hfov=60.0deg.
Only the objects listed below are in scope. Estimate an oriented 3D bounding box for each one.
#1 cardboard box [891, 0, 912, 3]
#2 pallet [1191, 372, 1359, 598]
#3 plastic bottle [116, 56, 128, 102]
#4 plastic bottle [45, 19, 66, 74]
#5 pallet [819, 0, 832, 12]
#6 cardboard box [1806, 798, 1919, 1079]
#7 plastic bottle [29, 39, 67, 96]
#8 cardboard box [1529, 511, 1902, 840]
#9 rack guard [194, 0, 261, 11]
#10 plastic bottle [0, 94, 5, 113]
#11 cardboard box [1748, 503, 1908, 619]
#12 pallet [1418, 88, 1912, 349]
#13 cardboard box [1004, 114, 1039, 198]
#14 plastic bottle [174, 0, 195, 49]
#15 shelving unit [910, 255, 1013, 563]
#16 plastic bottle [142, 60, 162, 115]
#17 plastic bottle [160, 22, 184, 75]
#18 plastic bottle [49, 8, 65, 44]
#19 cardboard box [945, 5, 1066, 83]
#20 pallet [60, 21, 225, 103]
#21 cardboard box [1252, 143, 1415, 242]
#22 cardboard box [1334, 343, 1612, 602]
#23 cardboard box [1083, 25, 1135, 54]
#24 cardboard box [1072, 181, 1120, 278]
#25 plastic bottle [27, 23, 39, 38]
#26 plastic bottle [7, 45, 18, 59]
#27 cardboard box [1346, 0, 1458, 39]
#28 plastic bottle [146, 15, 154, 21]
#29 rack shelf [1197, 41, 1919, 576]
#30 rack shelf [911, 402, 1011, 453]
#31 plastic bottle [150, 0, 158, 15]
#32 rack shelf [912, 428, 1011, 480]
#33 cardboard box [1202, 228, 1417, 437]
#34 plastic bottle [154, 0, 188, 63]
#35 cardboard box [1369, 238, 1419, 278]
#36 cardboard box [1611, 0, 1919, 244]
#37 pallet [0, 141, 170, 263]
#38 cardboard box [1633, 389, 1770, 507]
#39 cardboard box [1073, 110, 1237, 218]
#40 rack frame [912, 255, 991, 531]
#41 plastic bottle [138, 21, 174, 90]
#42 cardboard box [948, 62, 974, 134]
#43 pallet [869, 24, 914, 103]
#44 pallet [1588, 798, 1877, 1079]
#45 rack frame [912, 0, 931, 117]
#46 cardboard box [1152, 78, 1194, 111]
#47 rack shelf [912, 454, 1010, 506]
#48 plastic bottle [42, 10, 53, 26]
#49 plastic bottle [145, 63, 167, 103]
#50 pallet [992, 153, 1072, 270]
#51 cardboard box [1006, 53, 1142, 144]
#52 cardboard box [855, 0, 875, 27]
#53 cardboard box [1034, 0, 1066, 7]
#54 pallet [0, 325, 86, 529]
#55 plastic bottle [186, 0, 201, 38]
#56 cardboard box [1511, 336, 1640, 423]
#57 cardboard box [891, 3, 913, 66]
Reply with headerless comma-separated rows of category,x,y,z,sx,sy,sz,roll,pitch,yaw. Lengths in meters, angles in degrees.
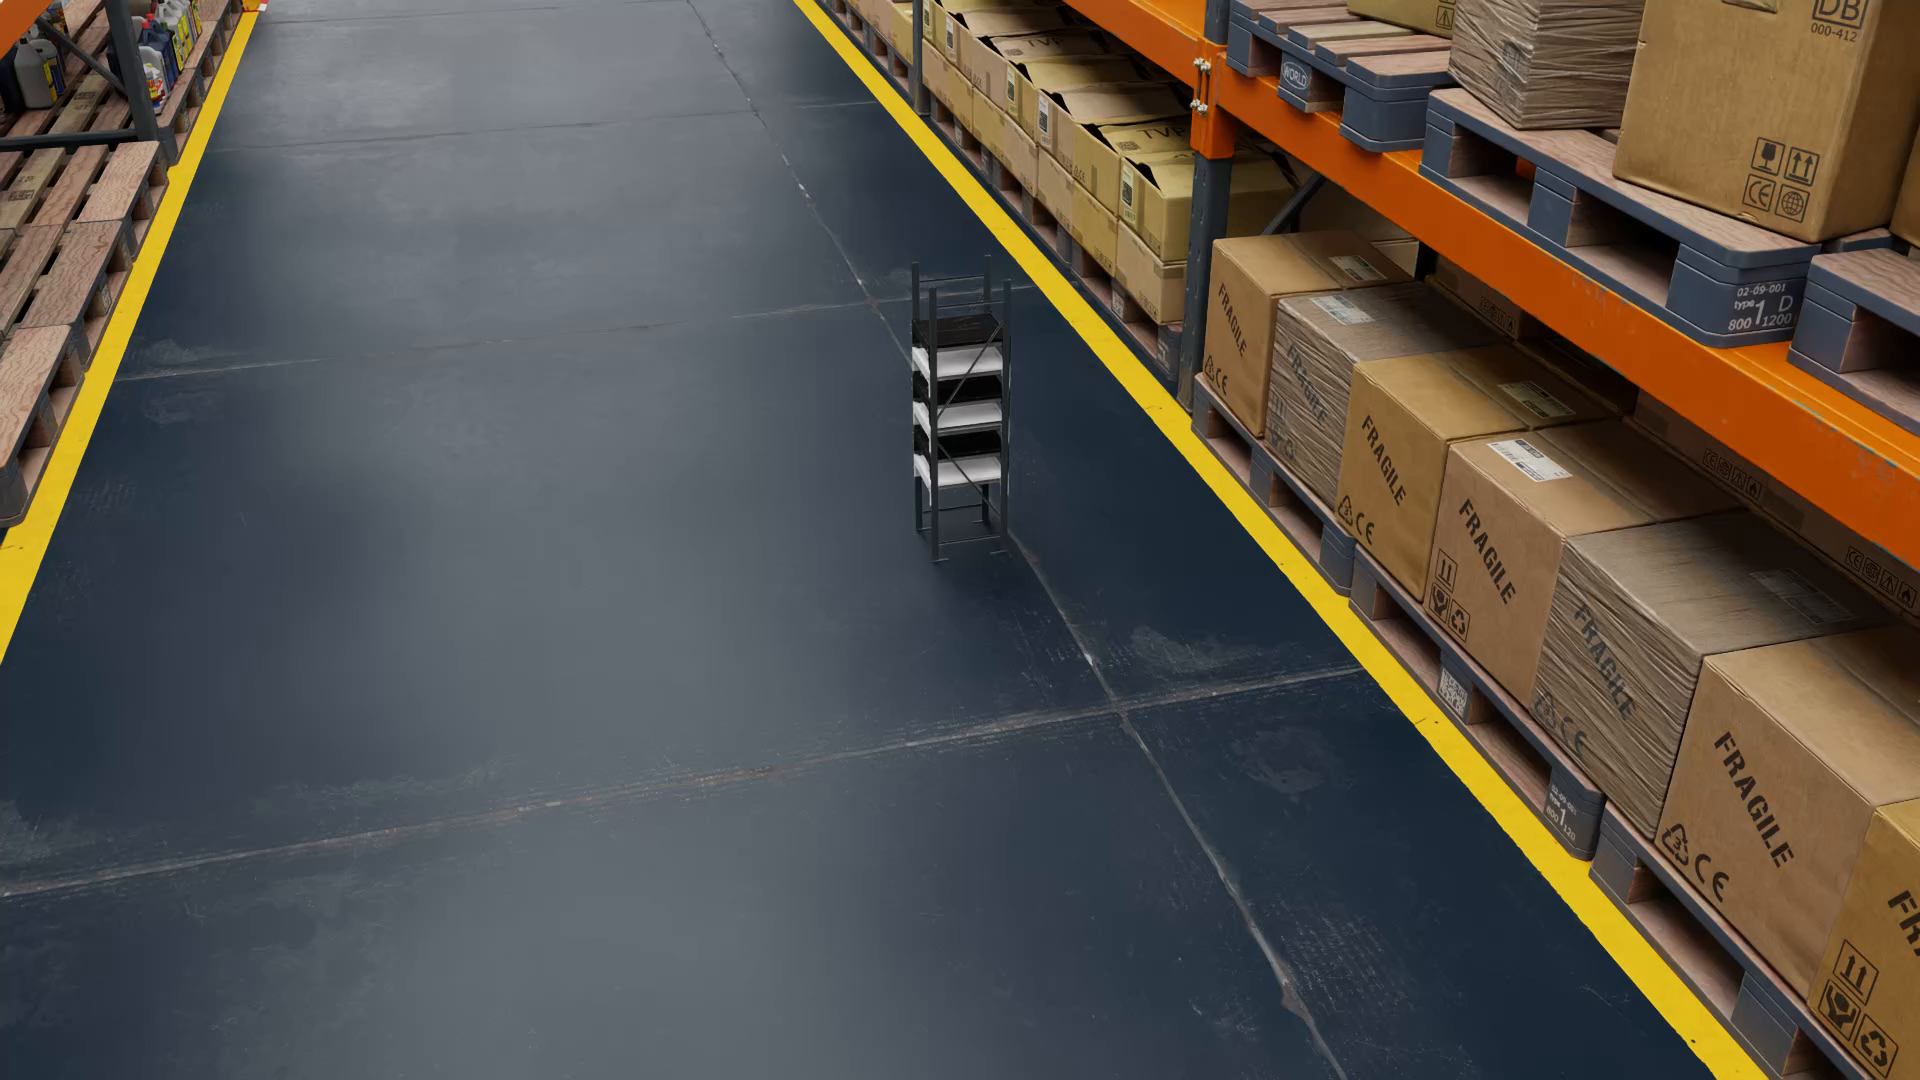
cardboard box,-0.220,-3.530,9.931,0.500,0.500,0.500,-8,31,-13
pallet,1.458,-0.271,5.508,1.003,0.211,1.213,-8,31,-13
plastic bottle,-4.418,-2.484,8.820,0.061,0.283,0.133,-8,31,-13
plastic bottle,-5.064,-2.749,9.277,0.061,0.283,0.133,-8,31,-13
pallet,-0.583,-4.137,12.187,1.003,0.211,1.213,-8,31,-13
cardboard box,1.951,0.779,2.965,0.500,0.500,0.500,-8,31,-14
plastic bottle,-4.905,-2.528,8.903,0.152,0.276,0.135,-8,31,-13
cardboard box,1.695,0.297,3.798,0.500,0.500,0.500,-7,31,-13
rack guard,-5.538,-3.939,11.556,1.175,0.500,0.348,-8,31,-13
plastic bottle,-4.987,-2.322,8.540,0.061,0.283,0.133,-6,31,-11
cardboard box,2.187,0.215,3.940,0.500,0.500,0.500,-7,31,-13
pallet,1.817,-0.822,3.868,1.003,0.211,1.213,-8,31,-13
cardboard box,0.512,-1.797,7.686,0.500,0.250,0.500,-7,31,-12
plastic bottle,-4.616,-3.041,9.790,0.152,0.276,0.135,-9,31,-15
shelving unit,0.002,-0.386,5.018,0.258,0.900,0.210,-8,31,-13
plastic bottle,-4.204,-2.341,8.584,0.097,0.271,0.097,0,30,0
plastic bottle,-4.410,-2.755,9.288,0.061,0.283,0.133,-6,31,-11
plastic bottle,-5.395,-3.063,9.902,0.097,0.201,0.097,0,30,0
cardboard box,0.232,-2.535,8.401,0.500,0.311,0.500,-8,31,-14
pallet,-5.007,-2.832,9.933,1.003,0.211,1.213,-8,31,-13
cardboard box,1.441,-1.370,6.389,0.500,0.311,0.500,-7,31,-12
cardboard box,1.415,-0.200,4.657,0.500,0.500,0.500,-8,31,-14
cardboard box,0.893,-2.361,8.100,0.500,0.311,0.500,-8,31,-13
cardboard box,0.782,-1.306,6.837,0.500,0.250,0.500,-8,31,-14
plastic bottle,-5.167,-2.731,9.254,0.152,0.276,0.135,-7,31,-12
plastic bottle,-5.041,-2.528,8.829,0.144,0.351,0.185,-9,31,-16
cardboard box,1.572,-1.780,4.811,0.700,0.500,0.500,-19,35,-30
plastic bottle,-4.731,-2.984,9.764,0.097,0.201,0.097,0,30,0
rack shelf,1.827,-0.567,3.953,1.077,0.370,4.000,-8,31,-13
rack shelf,0.002,-0.357,5.034,0.258,0.077,0.200,-8,31,-13
plastic bottle,-4.755,-3.097,9.879,0.061,0.283,0.133,-8,31,-13
rack shelf,0.002,-0.279,5.080,0.258,0.077,0.200,-8,31,-13
cardboard box,1.142,-0.695,5.512,0.500,0.500,0.500,-7,31,-11
plastic bottle,-4.519,-2.904,9.479,0.144,0.351,0.185,-8,31,-14
cardboard box,1.441,-1.128,6.529,0.500,0.250,0.500,-8,31,-13
cardboard box,1.830,-0.982,3.433,0.700,0.500,0.500,-16,34,-26
pallet,-4.296,-1.538,7.696,1.003,0.211,1.213,-8,31,-13
cardboard box,2.066,-0.336,4.144,0.500,0.250,0.500,-8,31,-14
cardboard box,0.776,-1.549,6.697,0.500,0.311,0.500,-8,31,-14
rack frame,-0.025,-0.435,5.103,0.240,0.900,0.006,-8,31,-13
plastic bottle,-4.356,-2.608,8.967,0.144,0.351,0.185,-7,31,-12
cardboard box,0.238,-2.293,8.542,0.500,0.250,0.500,-7,31,-12
pallet,0.064,-2.959,10.151,1.003,0.211,1.213,-8,31,-13
pallet,2.106,0.907,3.472,1.003,0.211,1.213,-8,31,-13
rack frame,0.235,-3.776,8.779,1.000,3.000,0.127,-8,31,-13
cardboard box,1.160,-1.870,7.251,0.500,0.311,0.500,-9,31,-15
rack shelf,0.002,-0.201,5.125,0.258,0.077,0.200,-8,31,-13
plastic bottle,-5.332,-2.978,9.685,0.097,0.271,0.097,0,30,0
plastic bottle,-4.258,-2.409,8.771,0.097,0.201,0.097,0,30,0
pallet,0.796,-1.628,7.852,1.003,0.211,1.213,-8,31,-13
cardboard box,0.514,-2.035,7.538,0.500,0.311,0.500,-7,31,-12
cardboard box,-0.369,-3.445,10.533,0.500,0.250,0.500,-8,31,-13
cardboard box,0.619,-2.853,8.950,0.500,0.311,0.500,-8,31,-13
pallet,-3.648,-0.360,5.660,1.003,0.211,1.213,-8,31,-13
plastic bottle,-4.645,-3.183,10.027,0.061,0.283,0.133,-7,31,-12
cardboard box,1.908,-0.282,4.799,0.500,0.500,0.500,-9,31,-15
cardboard box,-0.099,-2.962,9.699,0.500,0.250,0.500,-8,31,-13
